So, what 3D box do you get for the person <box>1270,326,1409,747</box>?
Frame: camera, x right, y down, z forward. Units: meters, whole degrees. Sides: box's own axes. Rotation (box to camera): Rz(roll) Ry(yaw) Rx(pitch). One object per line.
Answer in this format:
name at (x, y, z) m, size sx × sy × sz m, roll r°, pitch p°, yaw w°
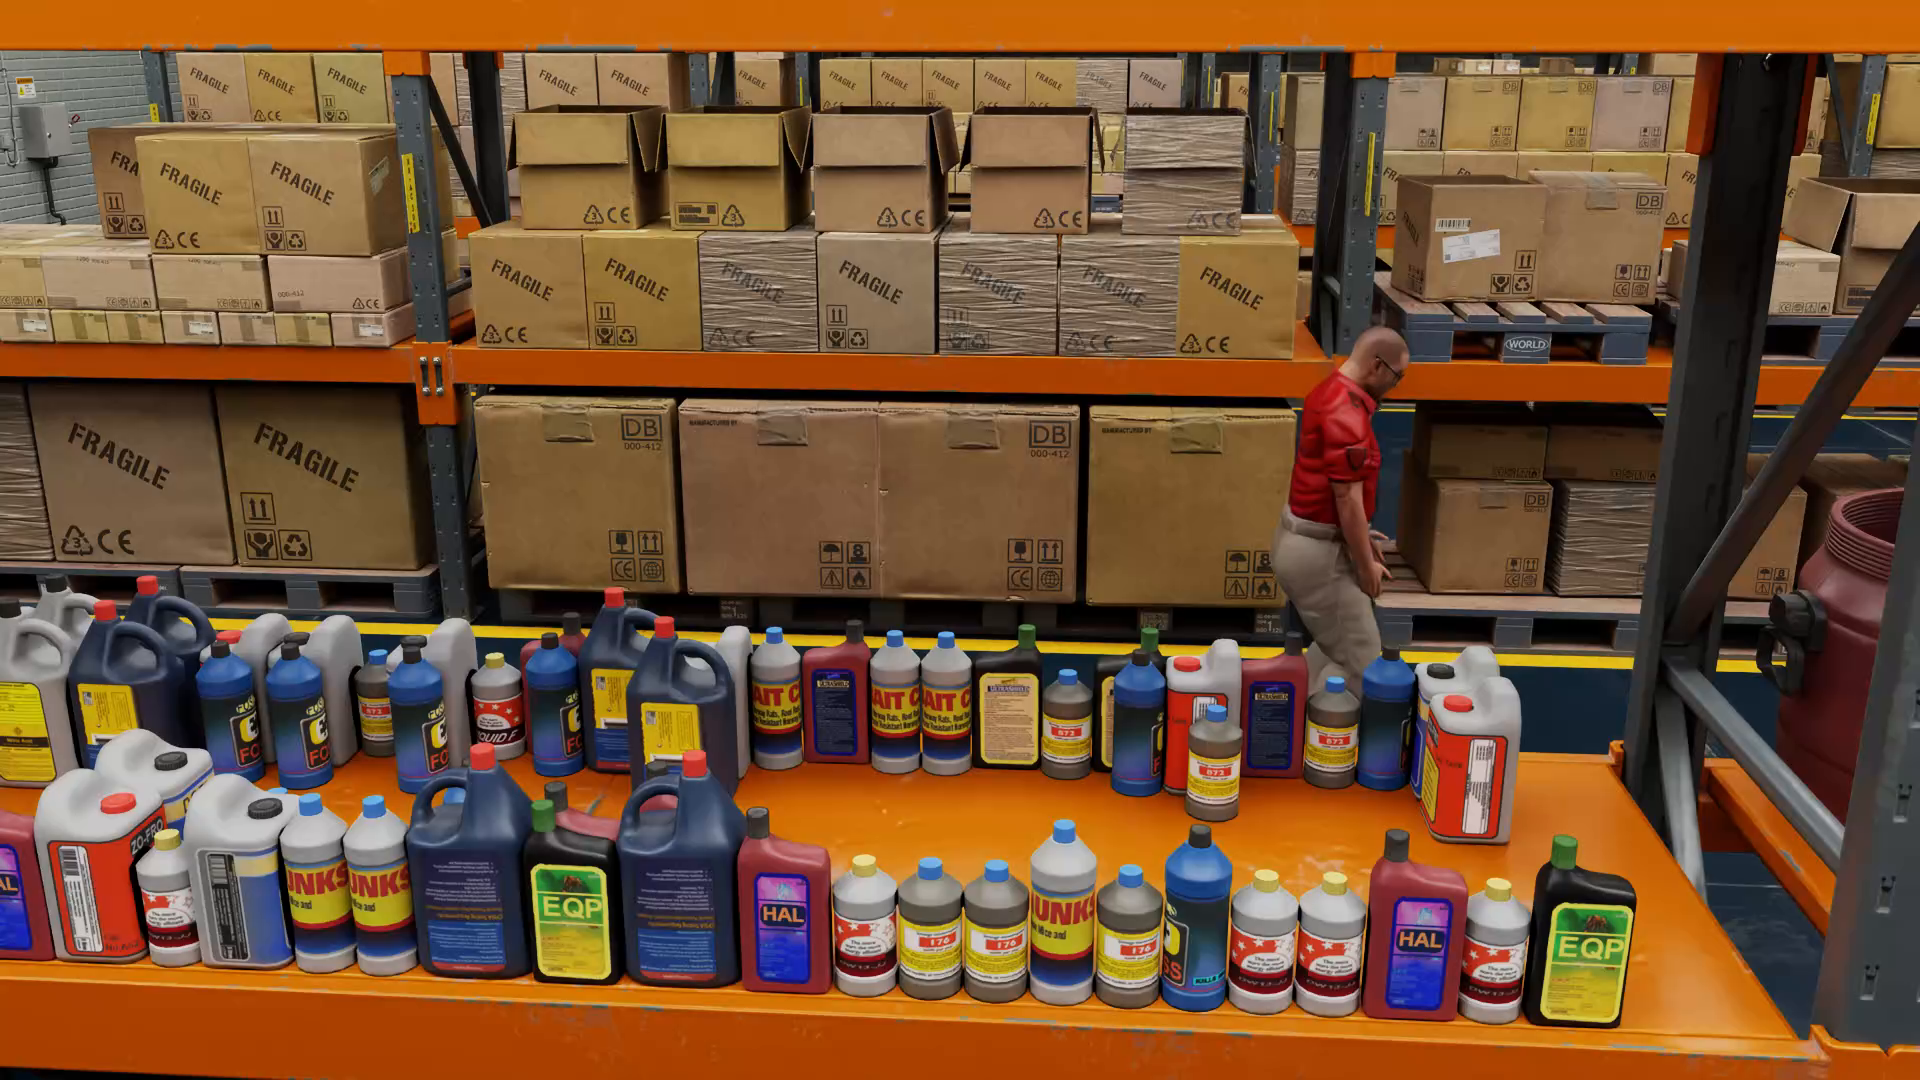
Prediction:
person at (1.357, 0.052, 6.038) m, size 0.447 × 1.666 × 0.560 m, roll 2°, pitch 17°, yaw 5°
